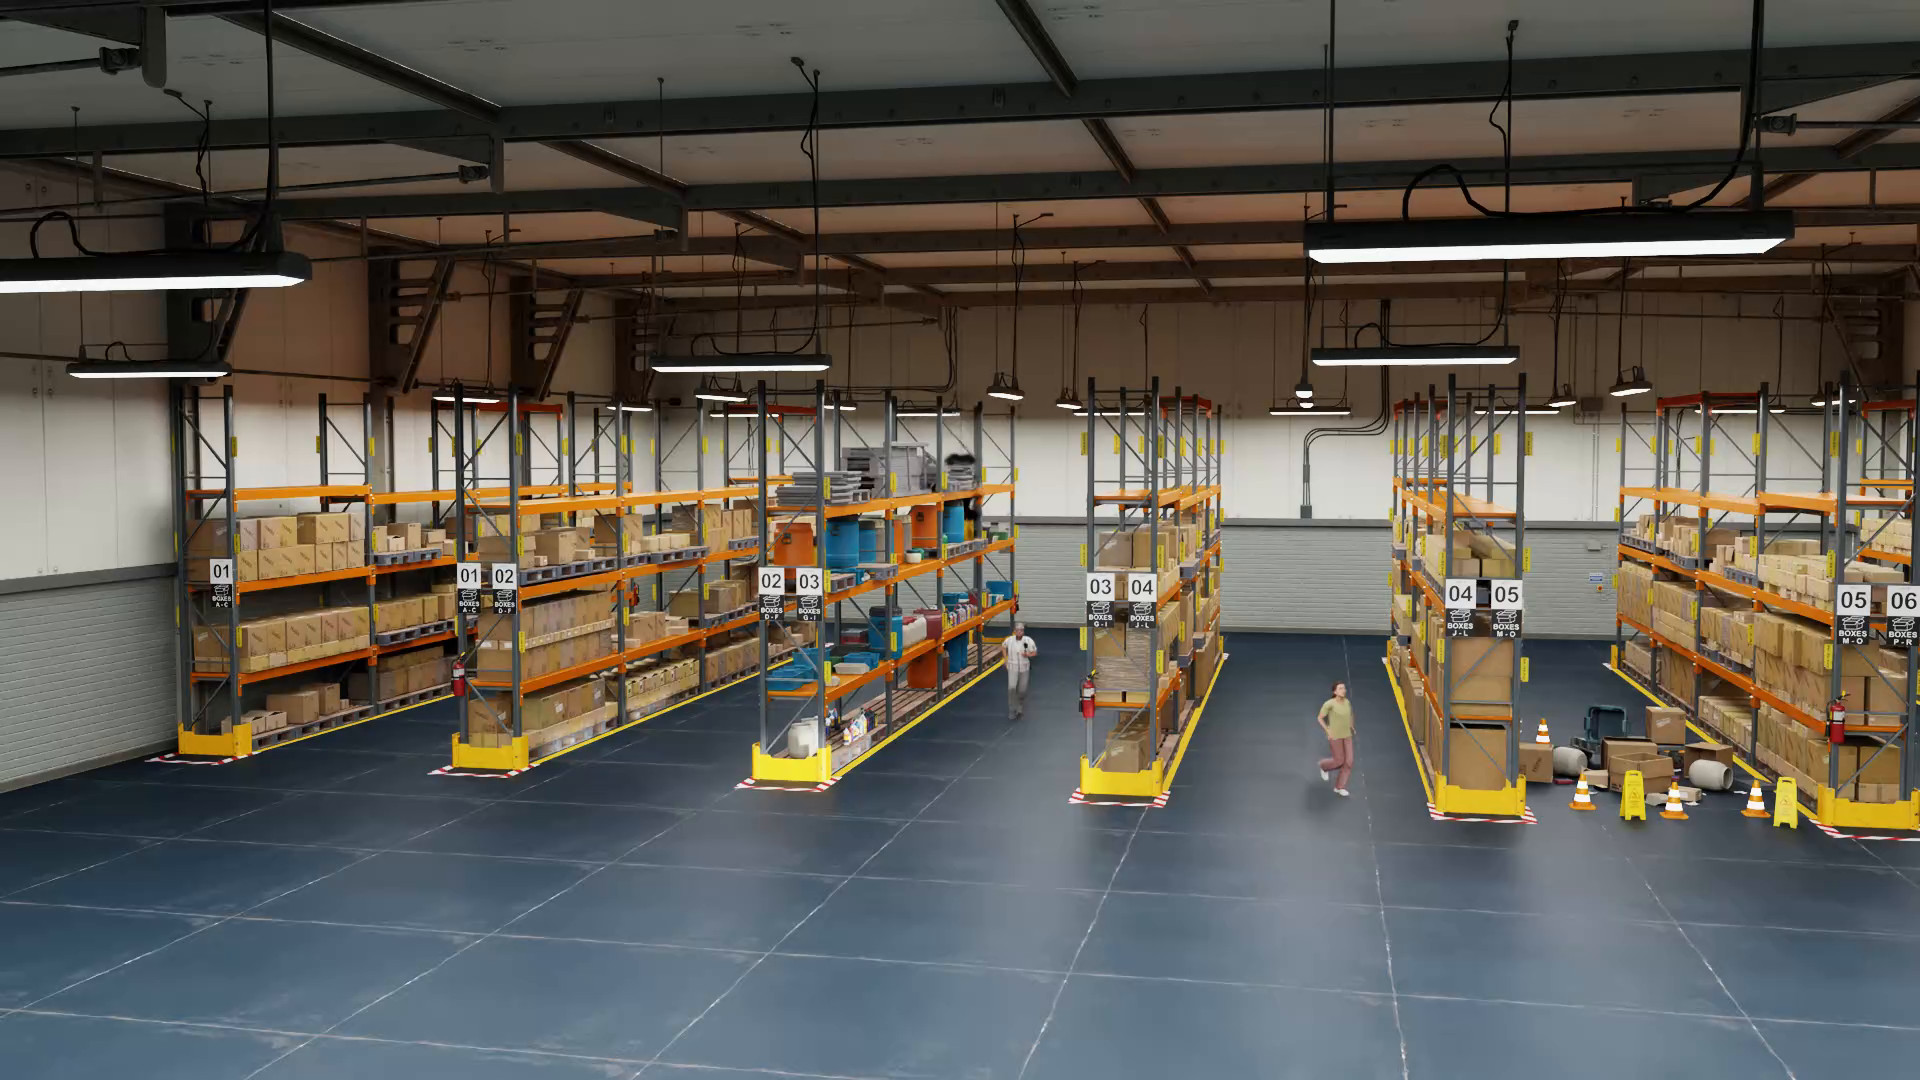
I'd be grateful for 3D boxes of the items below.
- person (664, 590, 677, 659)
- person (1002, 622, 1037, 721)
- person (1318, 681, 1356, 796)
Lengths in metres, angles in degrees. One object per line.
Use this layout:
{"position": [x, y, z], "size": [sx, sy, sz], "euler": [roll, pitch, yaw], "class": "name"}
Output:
{"position": [-6.433, 2.019, 37.665], "size": [0.679, 1.813, 0.849], "euler": [1, 3, 13], "class": "person"}
{"position": [1.102, 2.420, 30.711], "size": [0.636, 1.836, 0.827], "euler": [0, 3, -1], "class": "person"}
{"position": [5.467, 2.848, 24.079], "size": [0.585, 1.629, 0.624], "euler": [-1, 3, -20], "class": "person"}
